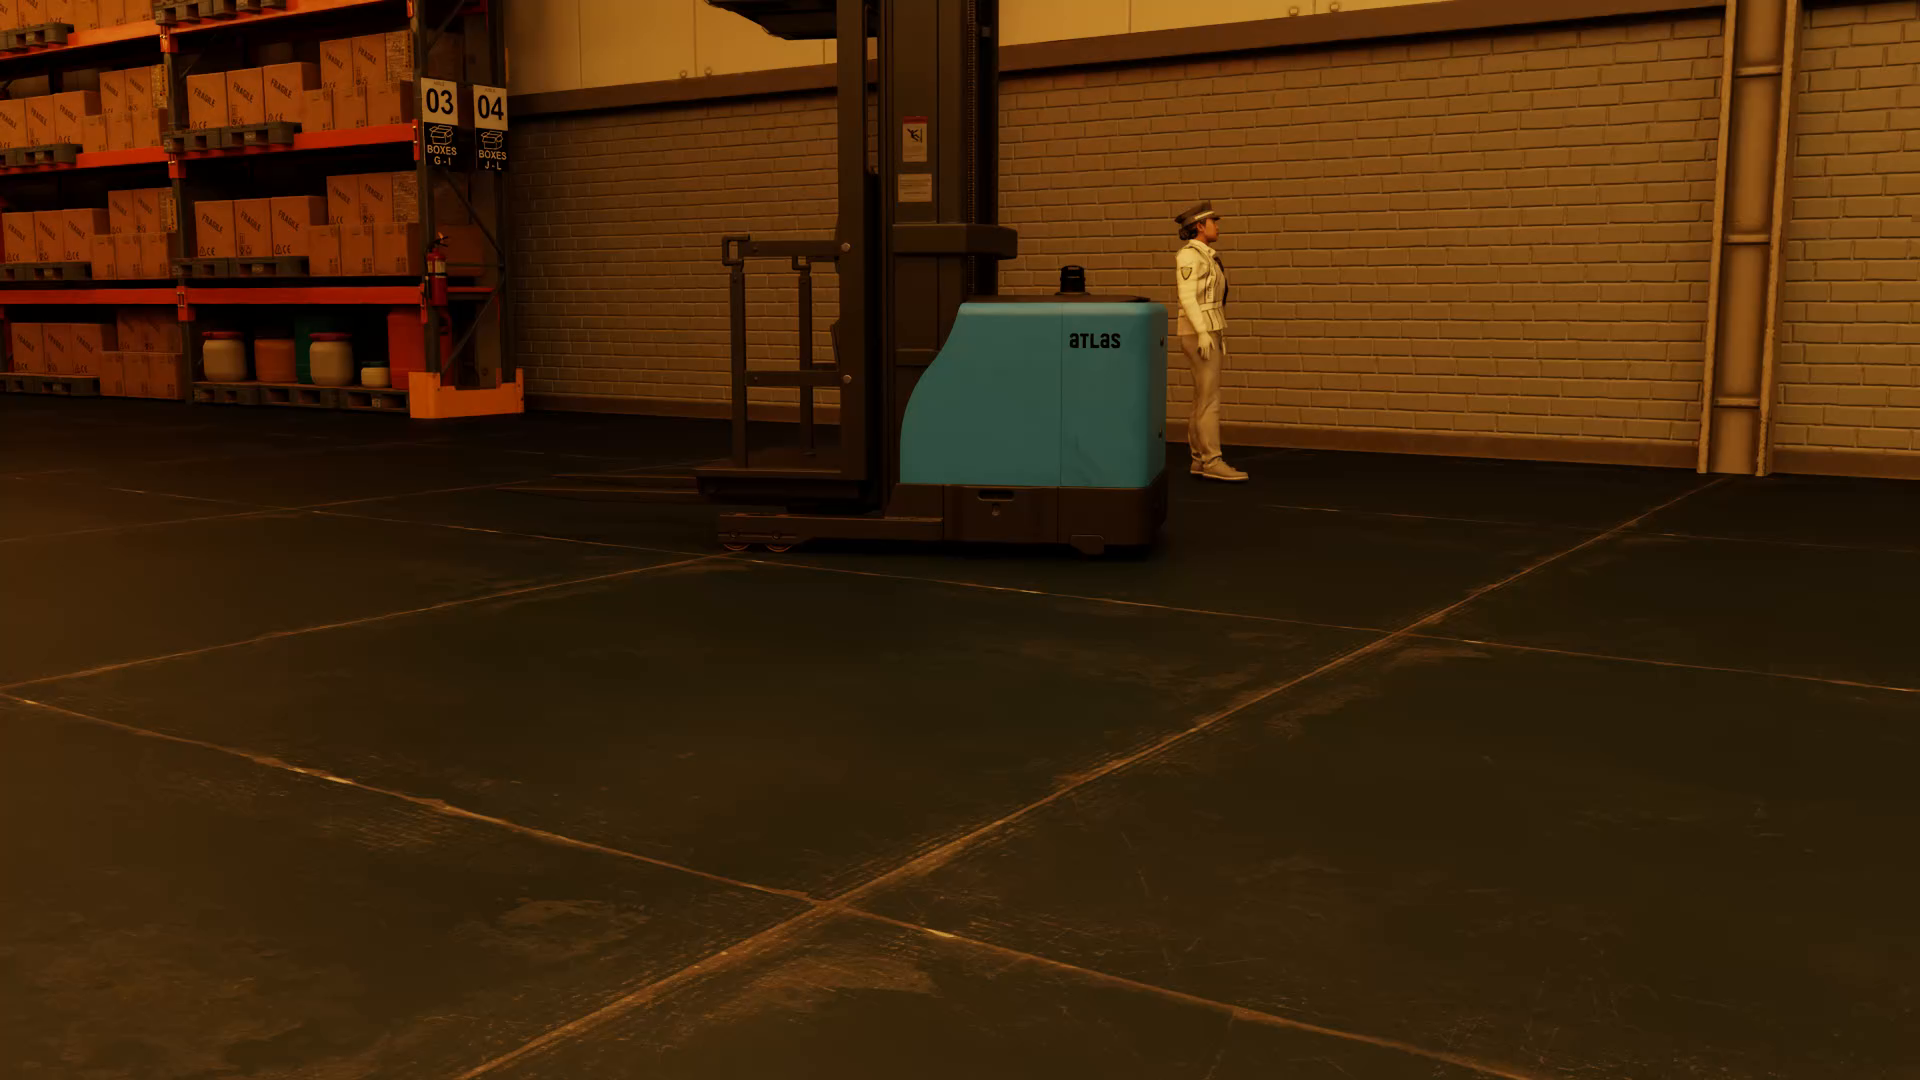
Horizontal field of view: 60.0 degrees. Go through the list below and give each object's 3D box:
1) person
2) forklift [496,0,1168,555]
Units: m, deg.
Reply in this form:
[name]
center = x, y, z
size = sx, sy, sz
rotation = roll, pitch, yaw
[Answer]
[person]
center = 1.561, -1.233, 10.204
size = 0.533, 1.696, 0.586
rotation = 3, 9, 19
[forklift]
center = -0.596, -1.469, 7.520
size = 3.031, 2.935, 1.130
rotation = 2, 8, 12
